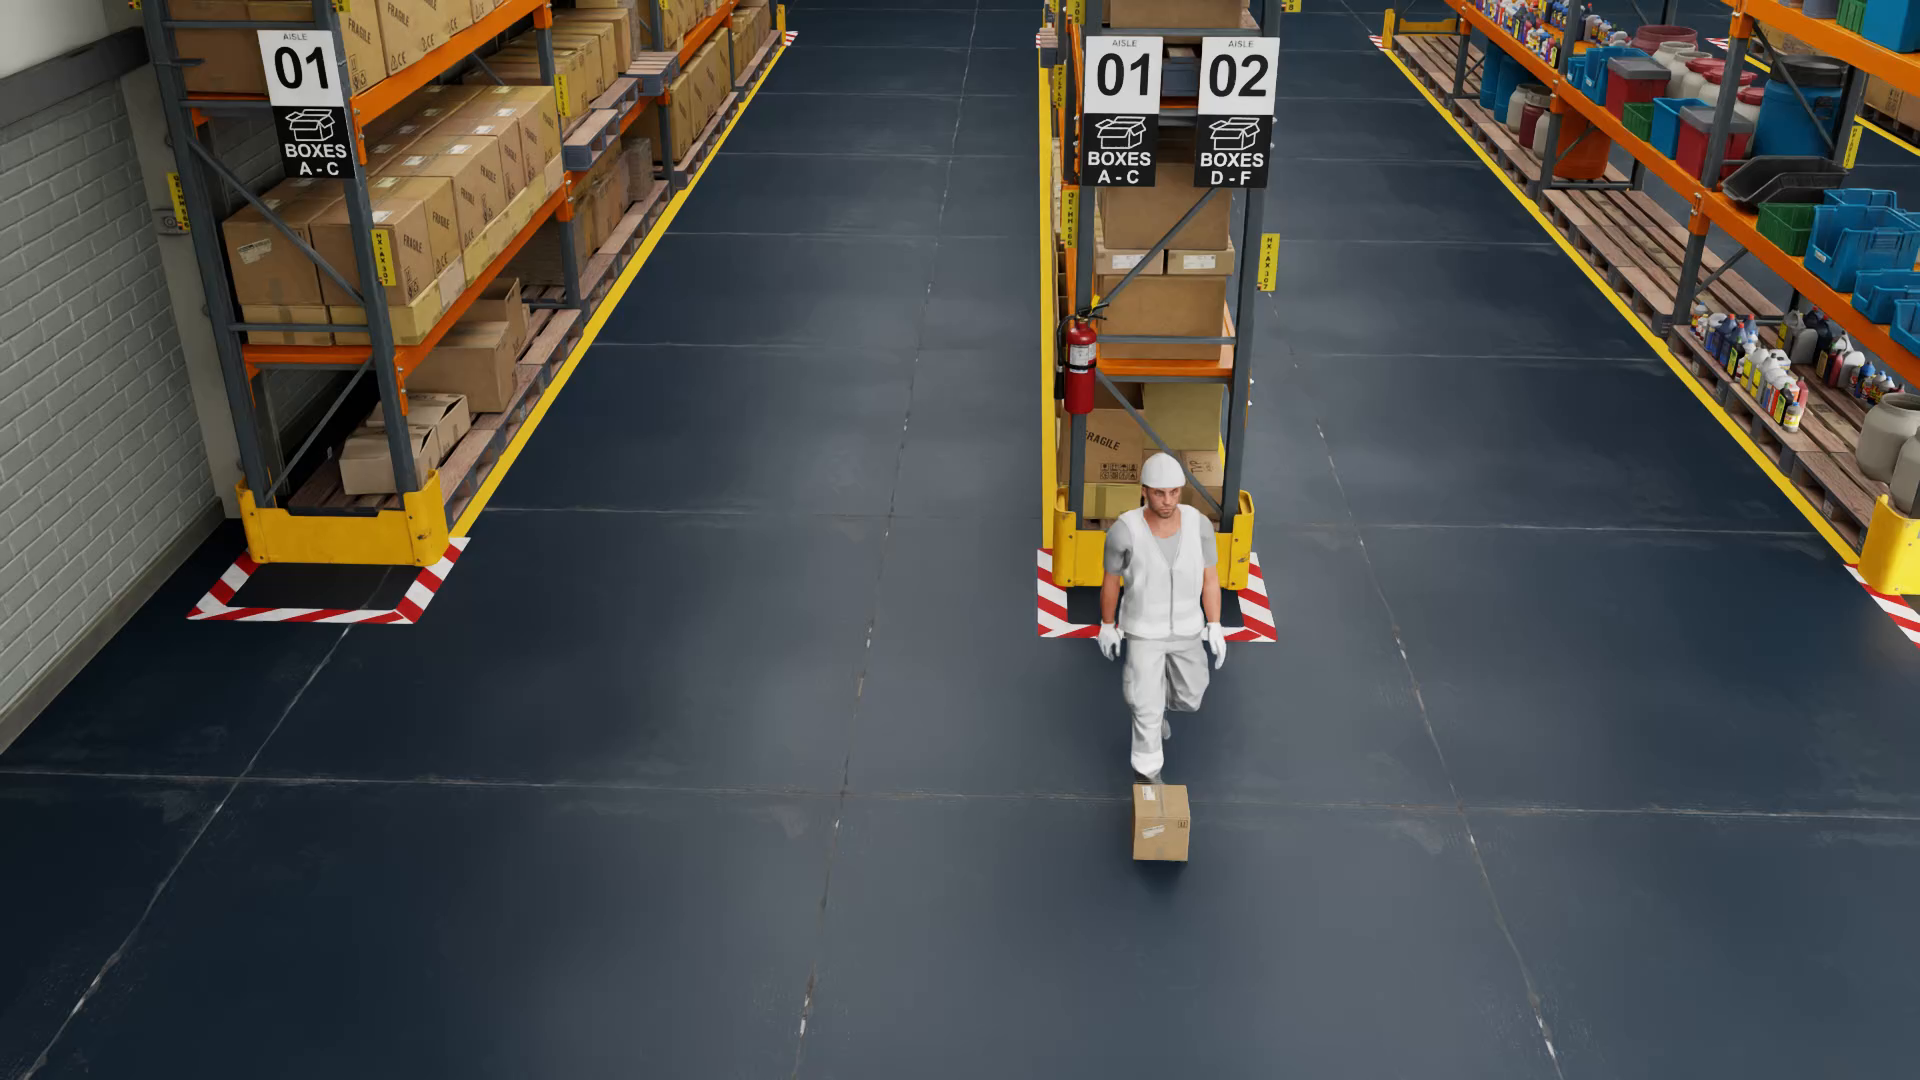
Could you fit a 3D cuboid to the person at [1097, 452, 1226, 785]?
[{"bbox_3d":[0.955,0.435,7.805,0.539,1.762,0.959,-7,28,-12],"label":"person"}]
